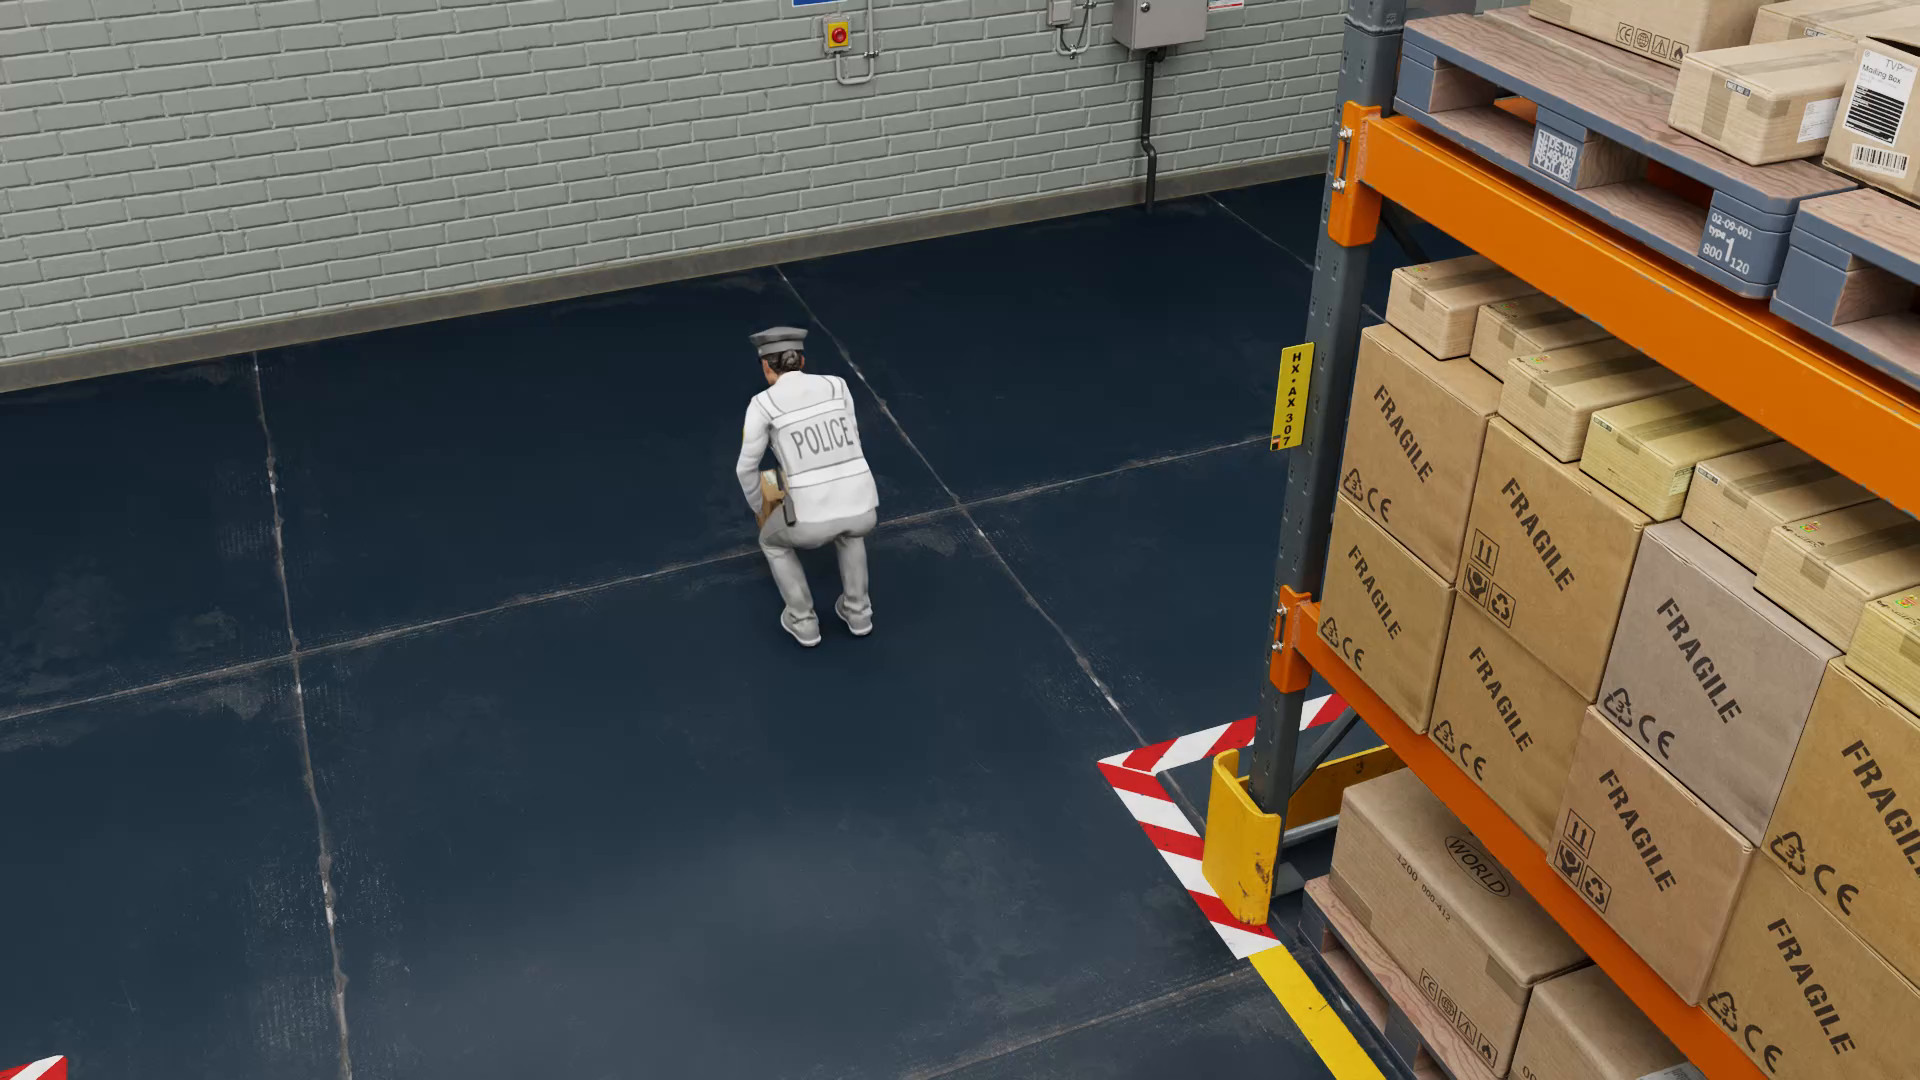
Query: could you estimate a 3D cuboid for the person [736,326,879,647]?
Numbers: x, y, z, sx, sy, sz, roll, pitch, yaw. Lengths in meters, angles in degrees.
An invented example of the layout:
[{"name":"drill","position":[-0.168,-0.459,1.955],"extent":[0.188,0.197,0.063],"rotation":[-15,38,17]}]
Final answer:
[{"name":"person","position":[-0.622,-0.203,6.786],"extent":[0.526,1.294,0.749],"rotation":[-13,36,-19]}]
